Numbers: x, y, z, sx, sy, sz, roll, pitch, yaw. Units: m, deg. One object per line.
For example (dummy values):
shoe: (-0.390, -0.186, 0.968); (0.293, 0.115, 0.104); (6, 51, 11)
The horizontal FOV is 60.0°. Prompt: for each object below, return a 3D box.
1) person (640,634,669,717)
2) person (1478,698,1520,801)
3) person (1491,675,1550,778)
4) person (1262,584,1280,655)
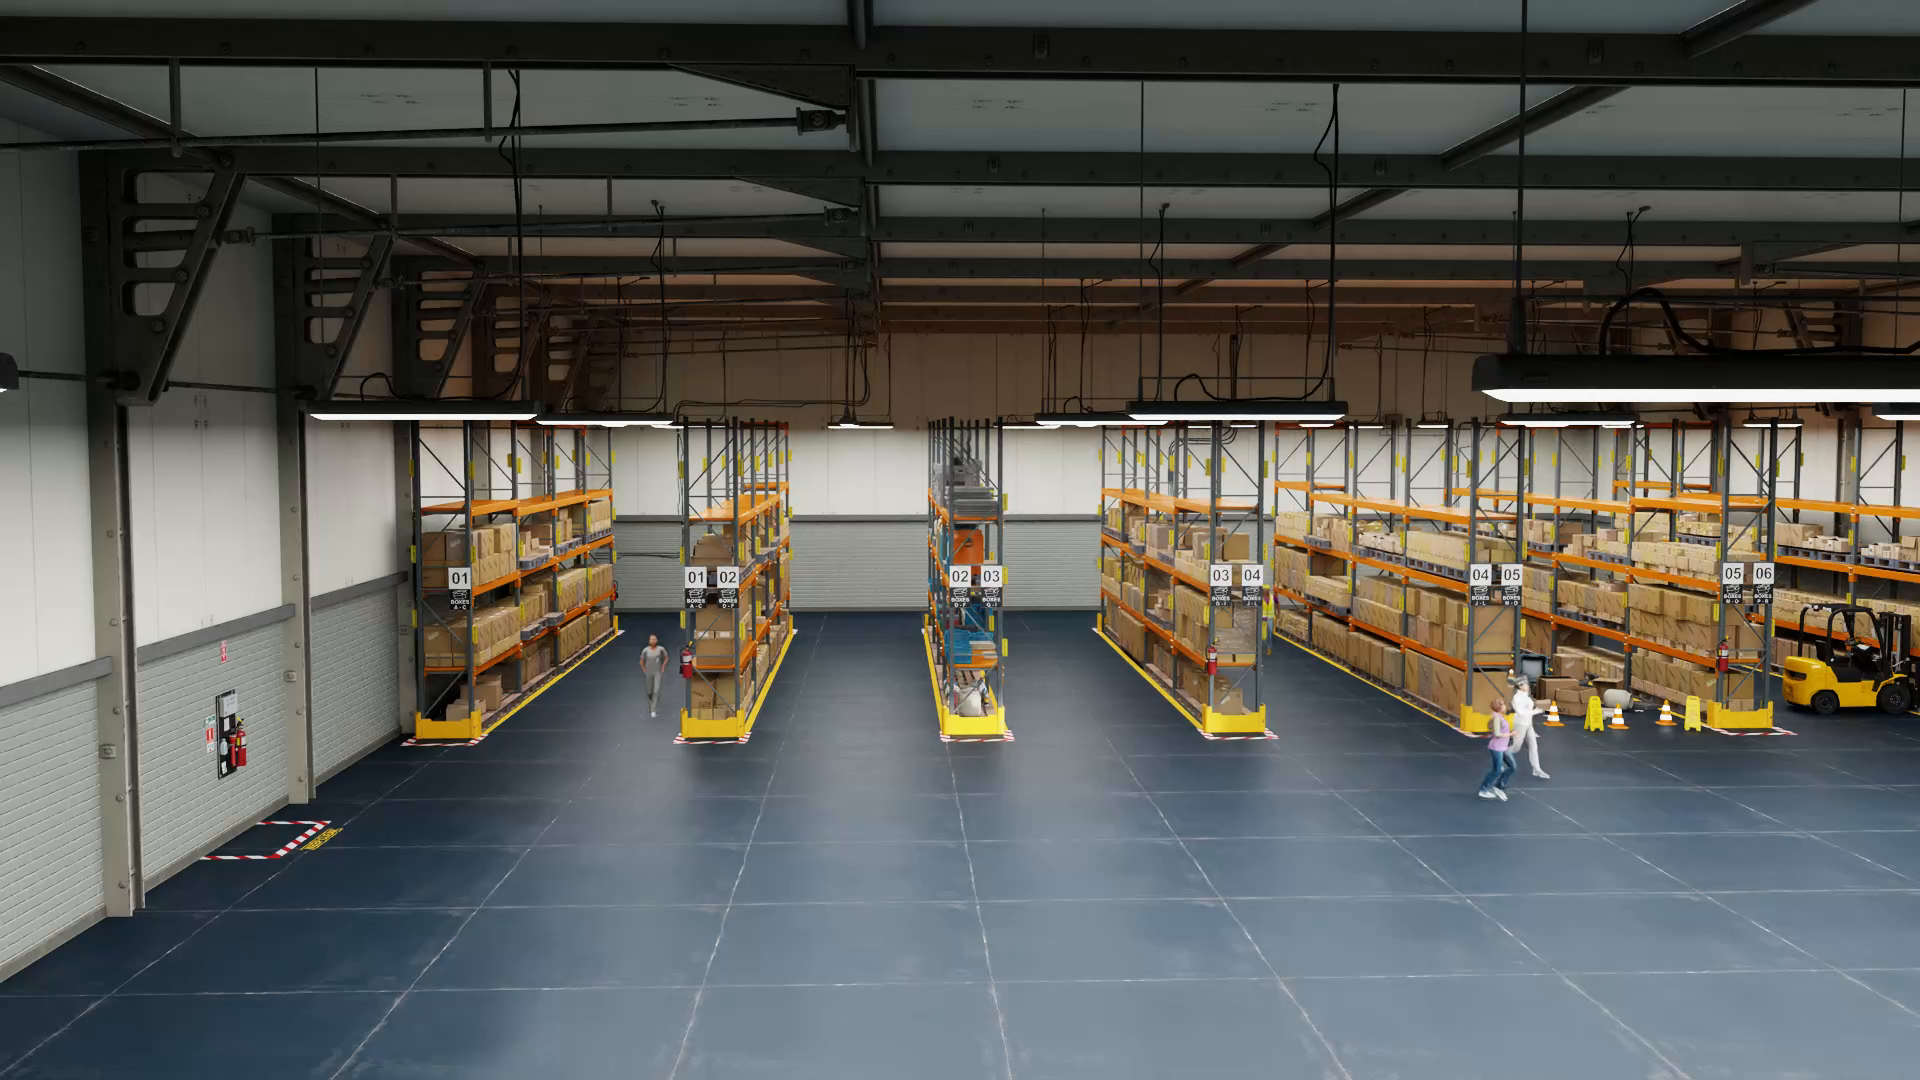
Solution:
person: (-6.185, 2.718, 33.648); (0.565, 1.654, 0.791); (0, 4, -7)
person: (8.354, 3.249, 25.701); (0.635, 1.614, 0.514); (2, 4, 30)
person: (9.273, 3.063, 27.456); (0.939, 1.679, 0.611); (3, 5, 35)
person: (7.911, 2.039, 42.982); (0.711, 1.810, 0.936); (0, 4, 3)
